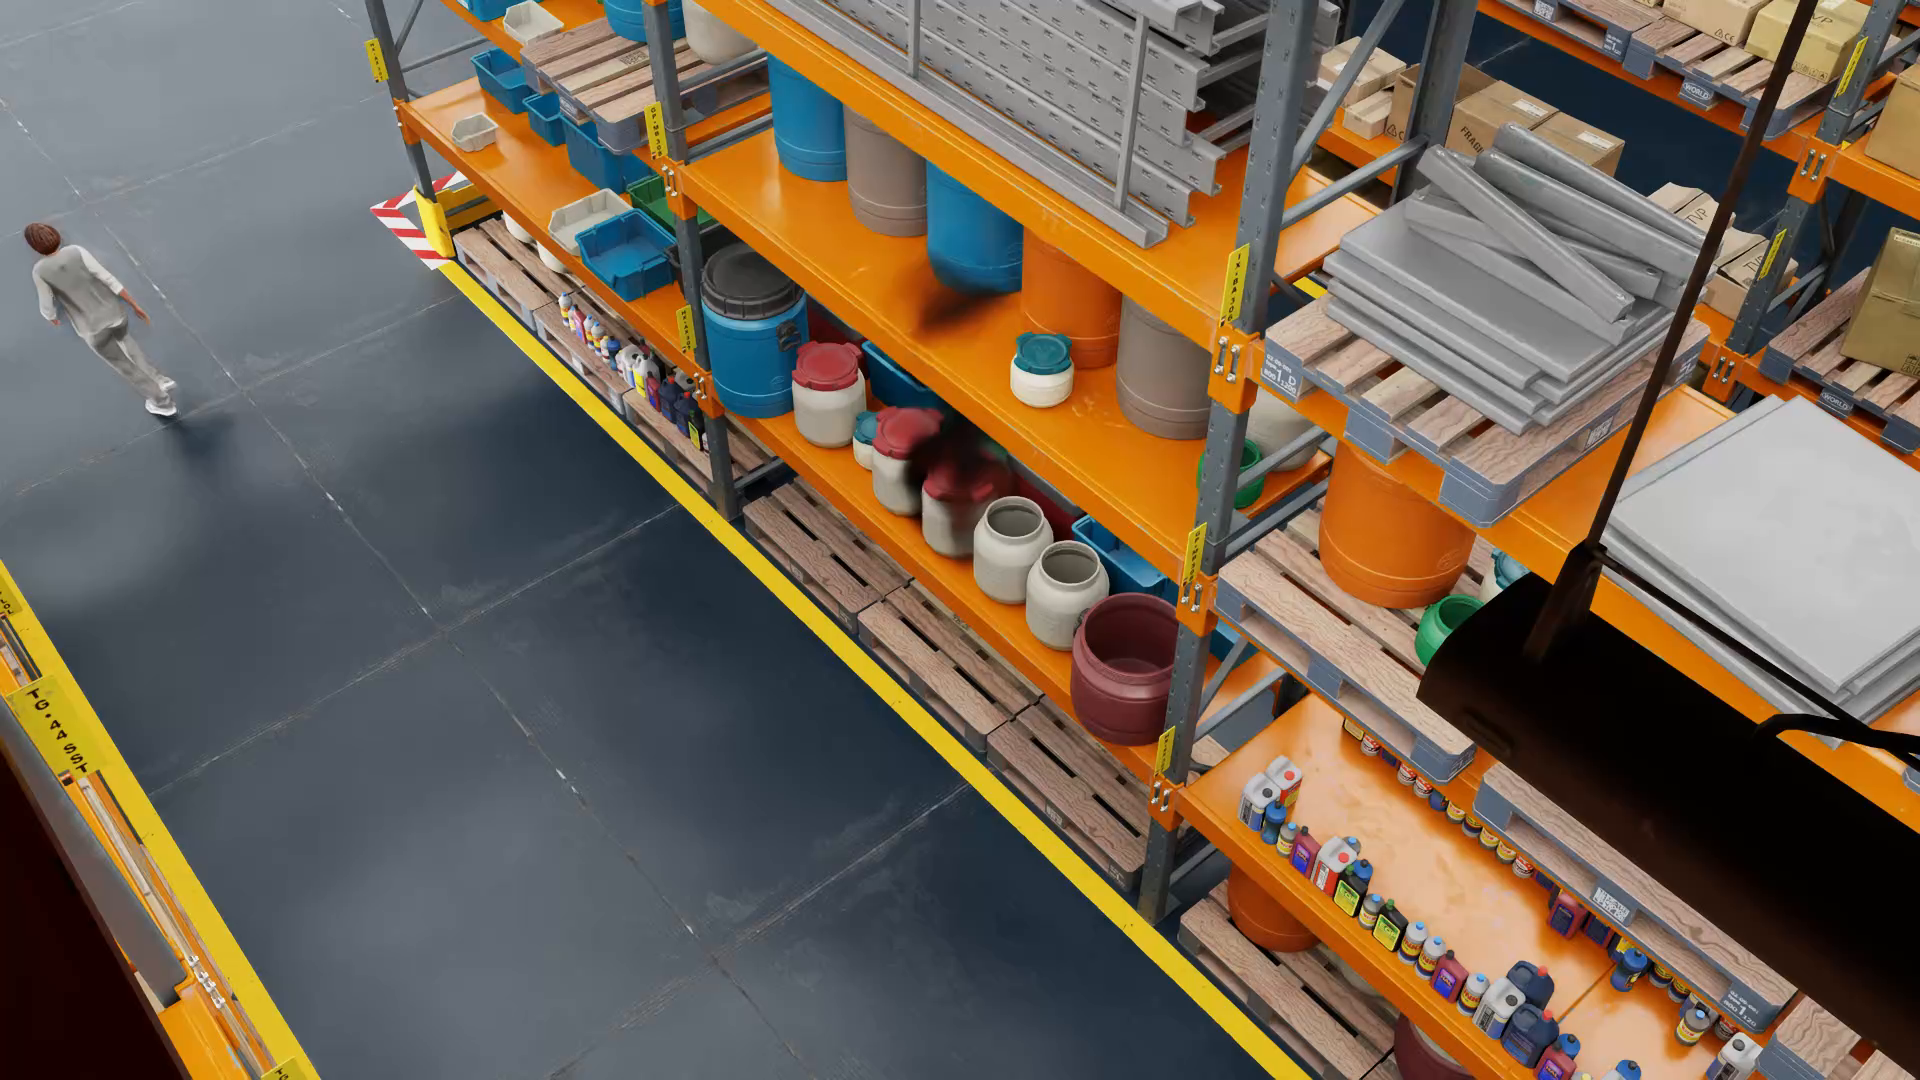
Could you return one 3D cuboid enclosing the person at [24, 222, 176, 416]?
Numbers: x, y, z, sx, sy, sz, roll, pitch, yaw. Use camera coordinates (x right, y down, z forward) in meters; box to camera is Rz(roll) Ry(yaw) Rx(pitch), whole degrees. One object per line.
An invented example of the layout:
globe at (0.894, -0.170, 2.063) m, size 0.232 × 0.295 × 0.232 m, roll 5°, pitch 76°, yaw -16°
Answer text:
person at (-5.874, -1.484, 11.331) m, size 0.642 × 1.541 × 0.533 m, roll 30°, pitch 53°, yaw 25°
